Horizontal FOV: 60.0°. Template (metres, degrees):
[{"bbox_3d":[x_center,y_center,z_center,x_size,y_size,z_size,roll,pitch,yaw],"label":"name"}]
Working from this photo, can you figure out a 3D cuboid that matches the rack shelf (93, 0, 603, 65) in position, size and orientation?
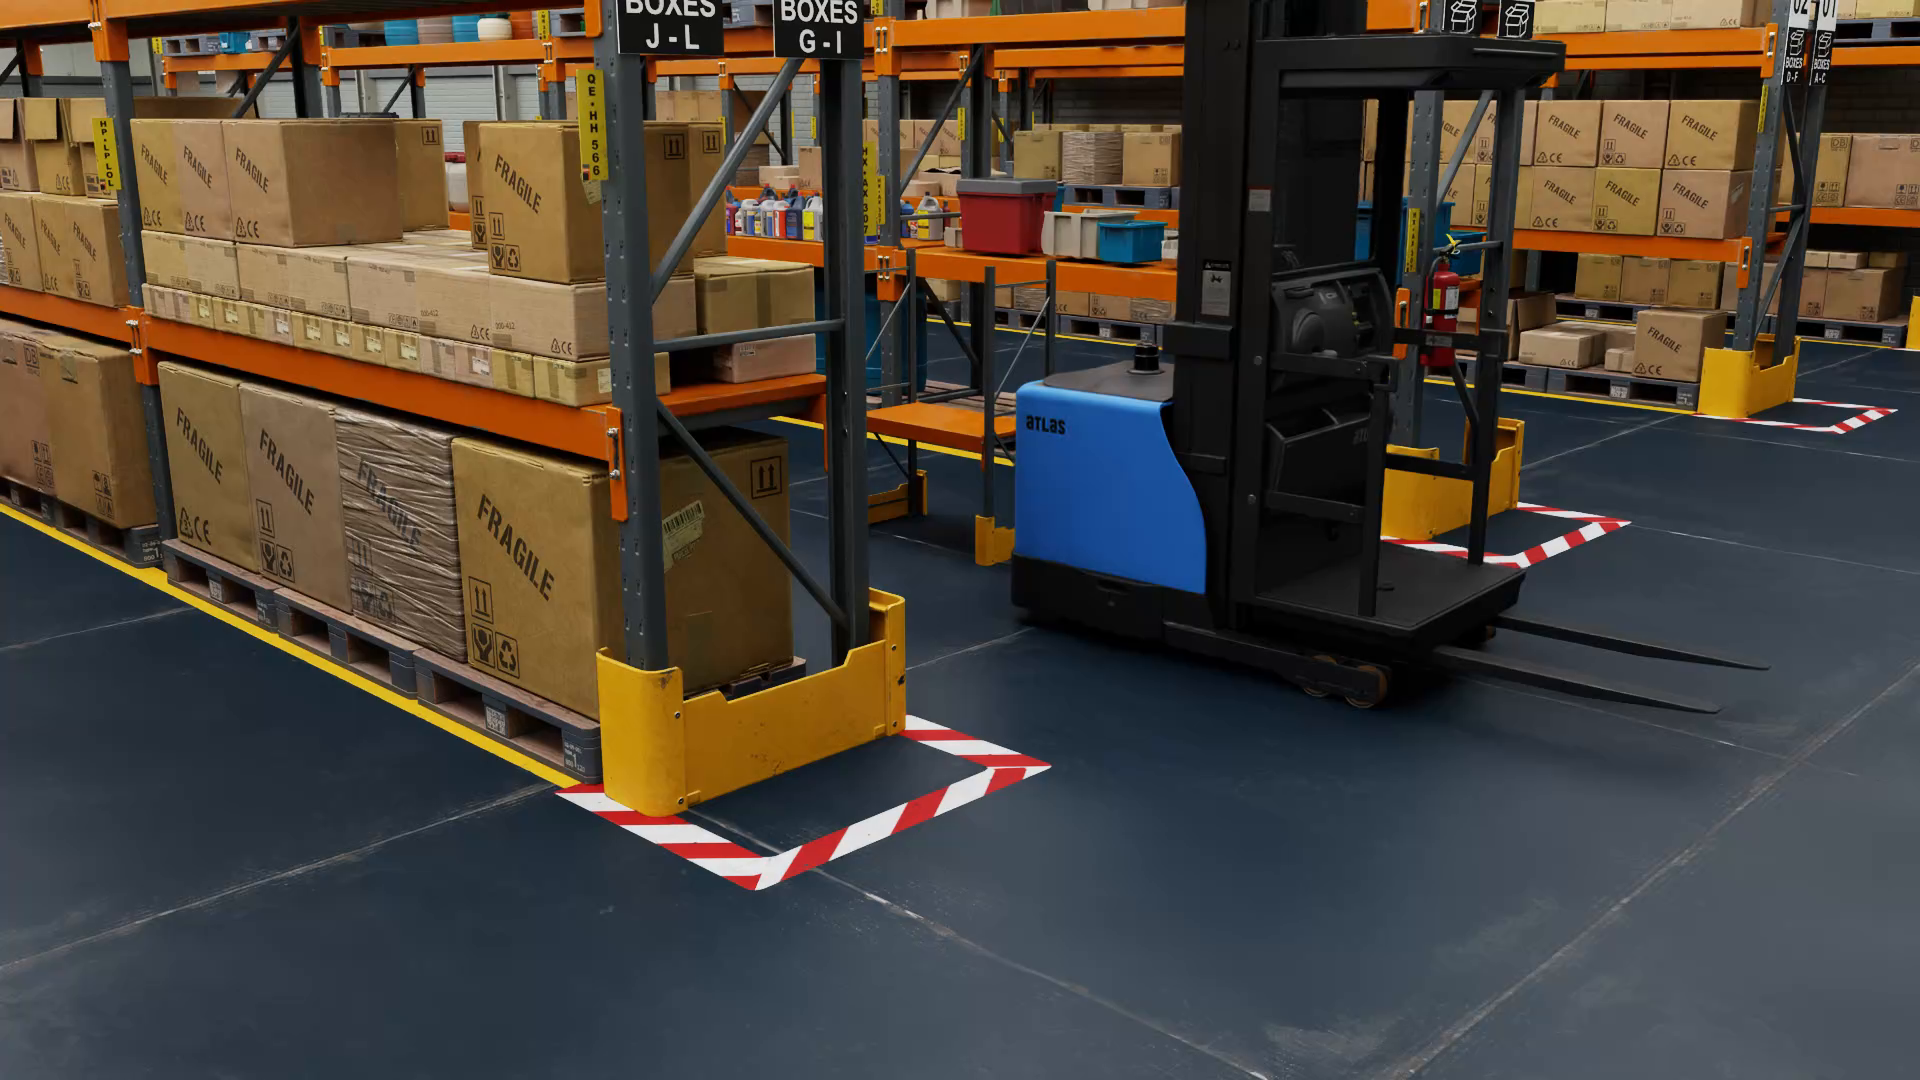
[{"bbox_3d":[-2.162,-2.130,6.634,4.000,0.370,1.077,14,20,42],"label":"rack shelf"}]

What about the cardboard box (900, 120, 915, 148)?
[{"bbox_3d":[-0.695,-6.067,25.040,0.500,0.500,0.500,-14,20,-42],"label":"cardboard box"}]

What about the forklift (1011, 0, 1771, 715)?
[{"bbox_3d":[1.680,-0.916,6.635,3.031,2.935,1.130,12,19,39],"label":"forklift"}]

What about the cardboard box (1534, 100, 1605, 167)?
[{"bbox_3d":[4.904,-3.212,13.129,0.500,0.500,0.500,-14,20,-43],"label":"cardboard box"}]

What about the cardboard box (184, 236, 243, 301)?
[{"bbox_3d":[-3.091,-1.230,7.411,0.500,0.250,0.500,14,20,42],"label":"cardboard box"}]

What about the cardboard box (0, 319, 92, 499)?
[{"bbox_3d":[-4.721,-0.816,9.495,0.875,0.875,1.225,13,19,40],"label":"cardboard box"}]

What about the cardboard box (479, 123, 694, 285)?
[{"bbox_3d":[-1.256,-1.148,5.609,0.500,0.500,0.500,14,20,43],"label":"cardboard box"}]

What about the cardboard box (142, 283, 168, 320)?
[{"bbox_3d":[-3.620,-1.143,7.866,0.250,0.149,0.380,14,20,42],"label":"cardboard box"}]

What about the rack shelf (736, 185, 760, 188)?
[{"bbox_3d":[-3.922,-4.576,21.971,4.000,0.370,1.077,14,20,42],"label":"rack shelf"}]

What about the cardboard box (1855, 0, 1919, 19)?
[{"bbox_3d":[8.880,-5.084,15.812,0.500,0.250,0.500,-14,20,-42],"label":"cardboard box"}]

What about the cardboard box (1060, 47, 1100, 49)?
[{"bbox_3d":[1.476,-5.123,16.498,0.500,0.500,0.910,14,20,42],"label":"cardboard box"}]

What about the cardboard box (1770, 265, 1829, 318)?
[{"bbox_3d":[8.658,-2.559,16.929,0.500,0.500,0.700,14,20,42],"label":"cardboard box"}]

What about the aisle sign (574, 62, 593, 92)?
[{"bbox_3d":[-5.205,-6.597,23.144,0.004,0.787,0.394,14,20,42],"label":"aisle sign"}]

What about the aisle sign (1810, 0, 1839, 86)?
[{"bbox_3d":[6.409,-3.773,12.308,0.004,0.787,0.394,14,20,42],"label":"aisle sign"}]

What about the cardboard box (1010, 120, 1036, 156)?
[{"bbox_3d":[0.760,-5.894,24.373,0.500,0.500,0.500,13,19,41],"label":"cardboard box"}]

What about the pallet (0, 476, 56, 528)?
[{"bbox_3d":[-5.092,-0.362,9.902,1.213,0.211,1.003,14,20,42],"label":"pallet"}]

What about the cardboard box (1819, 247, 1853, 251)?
[{"bbox_3d":[8.882,-2.888,16.906,0.250,0.149,0.380,14,20,42],"label":"cardboard box"}]

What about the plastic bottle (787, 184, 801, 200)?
[{"bbox_3d":[-1.319,-2.667,13.316,0.185,0.351,0.144,14,20,42],"label":"plastic bottle"}]

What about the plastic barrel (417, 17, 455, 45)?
[{"bbox_3d":[-4.936,-5.205,16.018,0.600,0.901,0.600,0,15,0],"label":"plastic barrel"}]

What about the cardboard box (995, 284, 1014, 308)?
[{"bbox_3d":[0.526,-2.746,17.605,0.500,0.500,0.500,-13,20,-42],"label":"cardboard box"}]

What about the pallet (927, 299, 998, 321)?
[{"bbox_3d":[-0.168,-2.676,18.782,1.213,0.211,1.003,14,20,42],"label":"pallet"}]

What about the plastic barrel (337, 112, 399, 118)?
[{"bbox_3d":[-5.855,-3.795,16.555,0.708,0.901,0.600,14,20,42],"label":"plastic barrel"}]

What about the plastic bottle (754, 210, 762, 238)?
[{"bbox_3d":[-1.498,-2.381,12.513,0.097,0.201,0.097,0,15,0],"label":"plastic bottle"}]

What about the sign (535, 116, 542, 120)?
[{"bbox_3d":[-5.751,-5.631,22.722,0.005,0.325,0.100,14,20,42],"label":"sign"}]

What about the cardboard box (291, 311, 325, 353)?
[{"bbox_3d":[-2.497,-0.870,6.820,0.250,0.149,0.380,13,19,41],"label":"cardboard box"}]

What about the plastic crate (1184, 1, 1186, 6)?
[{"bbox_3d":[1.334,-3.413,10.369,0.530,0.282,0.437,14,20,42],"label":"plastic crate"}]

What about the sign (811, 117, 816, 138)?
[{"bbox_3d":[-2.303,-6.494,26.190,0.005,0.325,0.100,14,20,42],"label":"sign"}]

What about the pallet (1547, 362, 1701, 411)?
[{"bbox_3d":[5.527,-1.277,13.414,1.213,0.211,1.003,14,20,42],"label":"pallet"}]

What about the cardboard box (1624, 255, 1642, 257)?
[{"bbox_3d":[7.299,-3.138,17.866,0.380,0.149,0.250,-14,20,-42],"label":"cardboard box"}]

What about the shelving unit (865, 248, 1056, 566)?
[{"bbox_3d":[-0.055,-0.739,8.794,1.083,1.500,0.587,14,20,42],"label":"shelving unit"}]

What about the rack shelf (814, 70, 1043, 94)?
[{"bbox_3d":[-0.487,-6.927,25.046,4.000,0.370,1.077,14,20,42],"label":"rack shelf"}]

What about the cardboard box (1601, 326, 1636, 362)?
[{"bbox_3d":[5.602,-1.590,13.667,0.500,0.250,0.500,14,20,42],"label":"cardboard box"}]

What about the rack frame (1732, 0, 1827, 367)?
[{"bbox_3d":[6.156,-2.474,12.477,0.127,3.000,1.000,14,20,42],"label":"rack frame"}]

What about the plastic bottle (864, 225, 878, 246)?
[{"bbox_3d":[-0.672,-2.226,11.770,0.135,0.276,0.152,14,20,42],"label":"plastic bottle"}]

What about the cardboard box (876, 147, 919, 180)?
[{"bbox_3d":[-0.822,-4.213,18.953,0.500,0.500,0.500,12,19,39],"label":"cardboard box"}]

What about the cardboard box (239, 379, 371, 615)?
[{"bbox_3d":[-2.535,-0.264,7.376,0.875,0.875,0.875,14,20,42],"label":"cardboard box"}]

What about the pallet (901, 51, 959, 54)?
[{"bbox_3d":[-0.154,-5.336,17.889,1.213,0.211,1.003,-13,20,-42],"label":"pallet"}]

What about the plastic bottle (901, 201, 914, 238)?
[{"bbox_3d":[-0.394,-2.412,12.495,0.097,0.271,0.097,0,15,0],"label":"plastic bottle"}]

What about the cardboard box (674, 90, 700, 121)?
[{"bbox_3d":[-3.171,-5.415,20.993,0.500,0.500,0.700,14,20,42],"label":"cardboard box"}]

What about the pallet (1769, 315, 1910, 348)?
[{"bbox_3d":[8.962,-2.150,16.764,1.213,0.211,1.003,14,20,42],"label":"pallet"}]

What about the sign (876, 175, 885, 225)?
[{"bbox_3d":[-0.547,-2.310,11.298,0.005,0.325,0.100,14,20,42],"label":"sign"}]

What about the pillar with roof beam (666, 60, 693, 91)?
[{"bbox_3d":[-8.129,-9.380,27.084,0.400,9.000,9.100,14,20,42],"label":"pillar with roof beam"}]

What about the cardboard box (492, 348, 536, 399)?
[{"bbox_3d":[-1.396,-0.602,5.793,0.250,0.149,0.380,14,20,43],"label":"cardboard box"}]

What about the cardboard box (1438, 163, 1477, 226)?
[{"bbox_3d":[4.184,-2.906,13.939,0.500,0.500,0.500,14,20,42],"label":"cardboard box"}]

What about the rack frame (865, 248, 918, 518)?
[{"bbox_3d":[-0.427,-0.830,9.142,0.032,1.500,0.500,14,20,42],"label":"rack frame"}]

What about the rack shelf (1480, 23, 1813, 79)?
[{"bbox_3d":[4.716,-3.927,13.533,4.000,0.370,1.077,14,20,42],"label":"rack shelf"}]

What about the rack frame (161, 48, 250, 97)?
[{"bbox_3d":[-8.803,-4.375,19.775,0.127,3.000,1.000,14,20,42],"label":"rack frame"}]

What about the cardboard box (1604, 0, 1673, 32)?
[{"bbox_3d":[5.251,-3.984,12.622,0.500,0.250,0.500,14,20,42],"label":"cardboard box"}]

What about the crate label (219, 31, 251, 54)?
[{"bbox_3d":[-7.685,-5.367,17.929,0.408,0.251,0.502,14,20,42],"label":"crate label"}]

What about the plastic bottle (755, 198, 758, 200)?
[{"bbox_3d":[-1.634,-2.725,13.675,0.133,0.283,0.061,14,20,42],"label":"plastic bottle"}]

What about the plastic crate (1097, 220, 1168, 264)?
[{"bbox_3d":[1.059,-1.836,10.243,0.300,0.233,0.416,14,20,42],"label":"plastic crate"}]

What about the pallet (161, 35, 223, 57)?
[{"bbox_3d":[-8.275,-5.573,18.797,1.213,0.211,1.003,14,20,42],"label":"pallet"}]

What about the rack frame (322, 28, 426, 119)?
[{"bbox_3d":[-5.923,-3.675,17.089,0.127,3.000,1.000,14,20,42],"label":"rack frame"}]

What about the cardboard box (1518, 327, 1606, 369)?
[{"bbox_3d":[4.931,-1.578,13.621,0.500,0.250,0.500,14,20,42],"label":"cardboard box"}]

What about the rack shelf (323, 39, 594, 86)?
[{"bbox_3d":[-4.483,-4.429,15.458,4.000,0.370,1.077,14,20,42],"label":"rack shelf"}]

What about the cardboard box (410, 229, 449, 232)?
[{"bbox_3d":[-2.728,-1.328,7.787,0.500,0.250,0.500,-14,20,-43],"label":"cardboard box"}]

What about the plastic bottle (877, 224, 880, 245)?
[{"bbox_3d":[-0.599,-2.215,11.879,0.097,0.201,0.097,0,15,0],"label":"plastic bottle"}]

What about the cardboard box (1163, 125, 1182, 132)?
[{"bbox_3d":[3.066,-5.208,21.901,0.500,0.500,0.700,11,18,37],"label":"cardboard box"}]

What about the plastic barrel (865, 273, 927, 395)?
[{"bbox_3d":[-0.544,-1.561,12.304,0.708,0.901,0.600,14,20,42],"label":"plastic barrel"}]
